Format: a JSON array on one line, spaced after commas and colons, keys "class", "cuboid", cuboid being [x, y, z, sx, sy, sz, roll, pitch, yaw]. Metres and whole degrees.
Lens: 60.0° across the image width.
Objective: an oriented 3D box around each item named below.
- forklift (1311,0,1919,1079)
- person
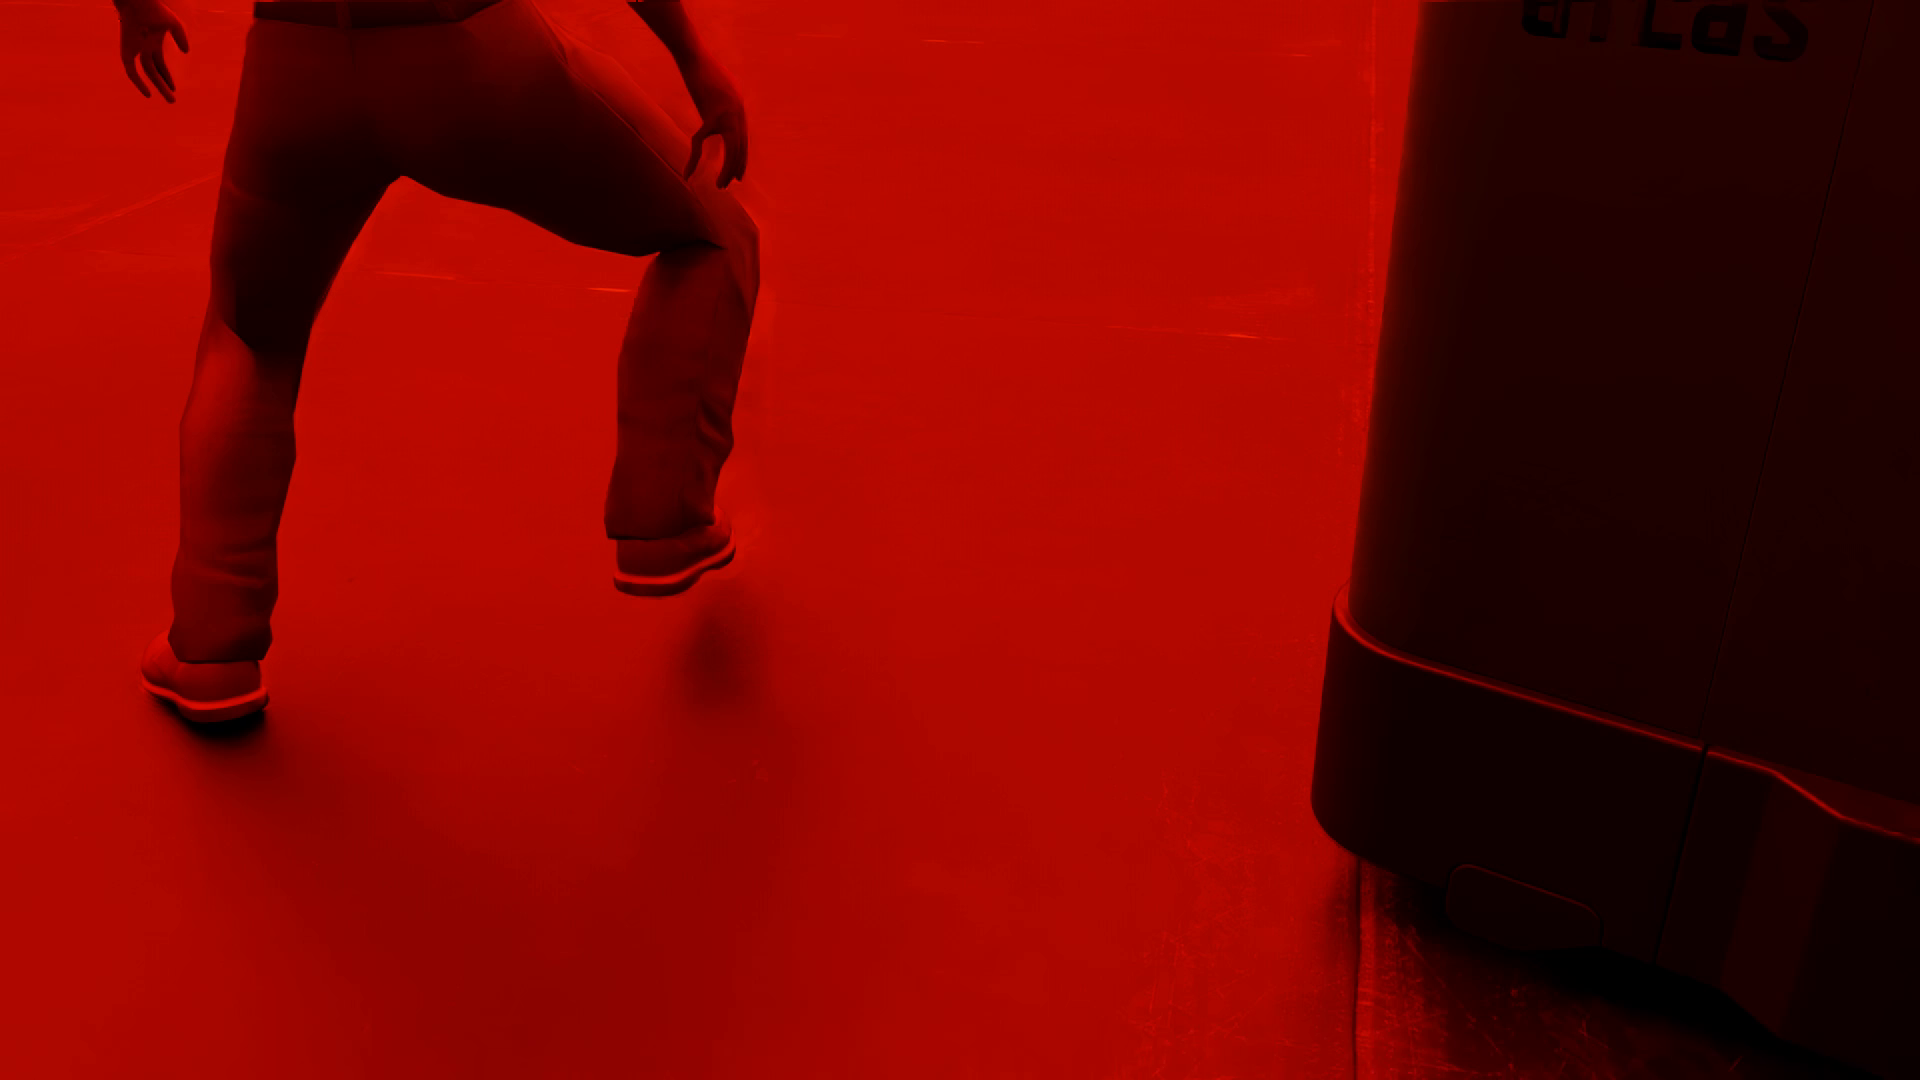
[{"class": "forklift", "cuboid": [1.882, -0.756, 0.745, 3.031, 2.935, 1.130, 17, 31, 30]}, {"class": "person", "cuboid": [-0.670, -0.551, 1.922, 0.865, 1.550, 0.619, 5, 27, 10]}]
